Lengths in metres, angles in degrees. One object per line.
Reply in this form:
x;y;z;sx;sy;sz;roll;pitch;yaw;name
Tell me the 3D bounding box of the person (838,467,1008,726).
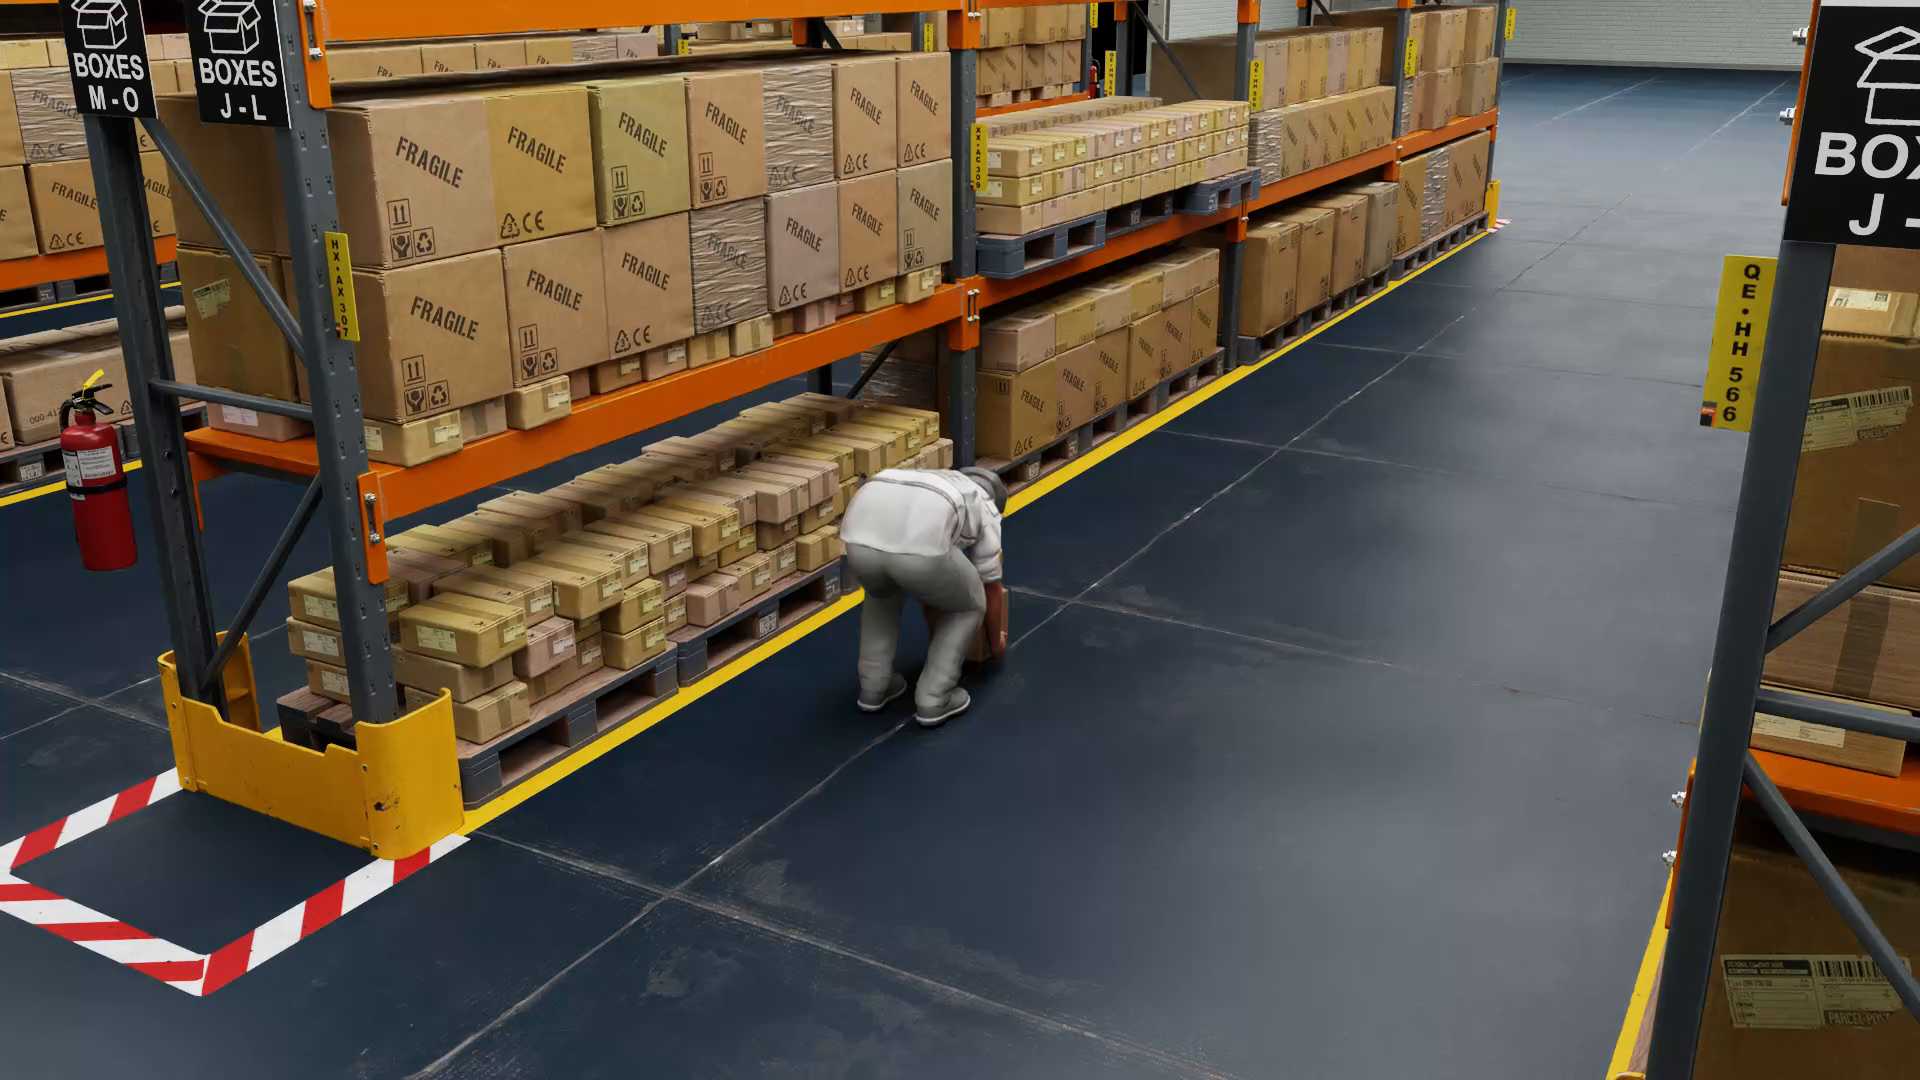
-0.110;0.149;6.763;0.533;1.007;1.027;9;21;24;person
